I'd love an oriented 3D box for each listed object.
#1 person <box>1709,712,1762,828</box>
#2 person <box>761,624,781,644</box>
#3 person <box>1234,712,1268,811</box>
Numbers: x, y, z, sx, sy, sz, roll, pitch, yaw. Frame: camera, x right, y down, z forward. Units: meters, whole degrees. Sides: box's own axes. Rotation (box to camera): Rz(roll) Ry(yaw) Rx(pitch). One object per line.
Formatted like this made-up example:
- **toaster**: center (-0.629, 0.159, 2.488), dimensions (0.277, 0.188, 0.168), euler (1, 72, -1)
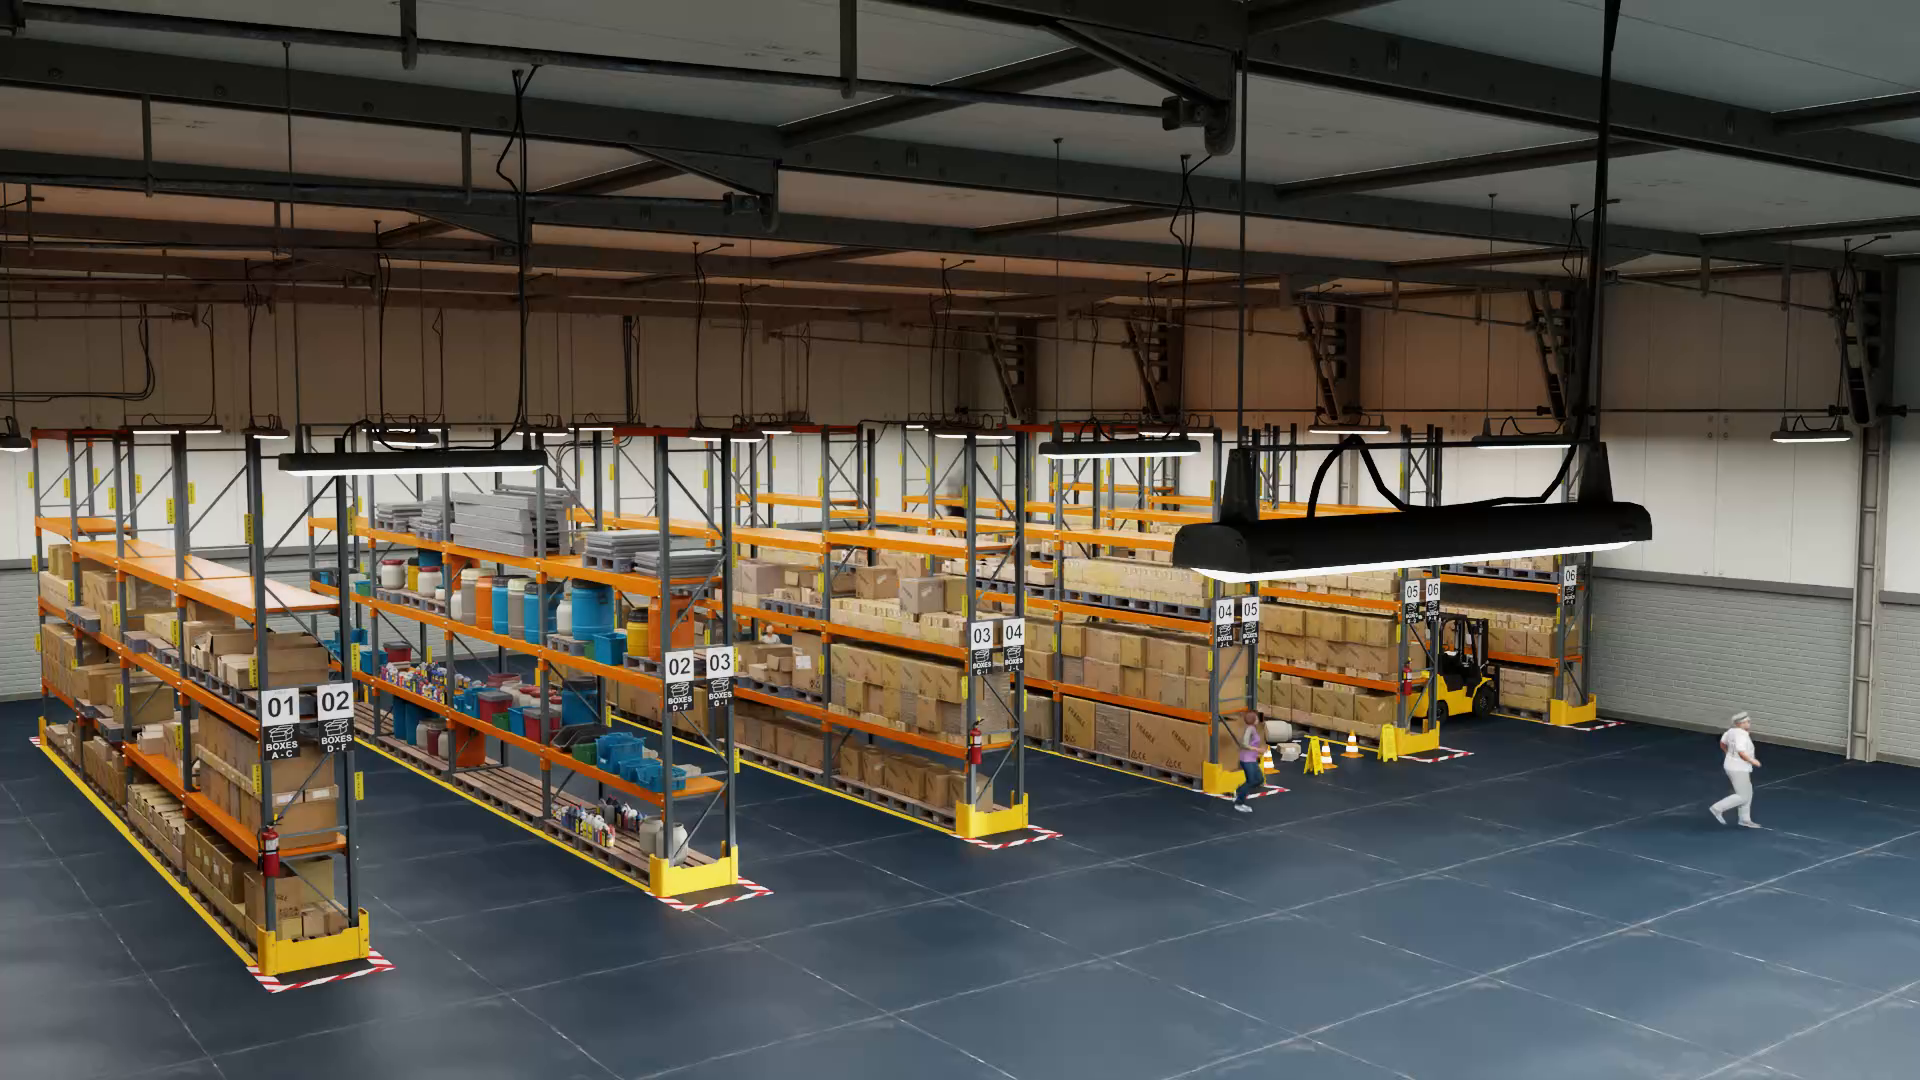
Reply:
- **person**: center (11.752, 3.480, 25.194), dimensions (0.794, 1.786, 0.689), euler (1, 5, 7)
- **person**: center (-4.180, 2.673, 36.572), dimensions (0.564, 1.612, 0.720), euler (-3, 5, -30)
- **person**: center (4.620, 3.495, 26.305), dimensions (0.554, 1.549, 0.552), euler (2, 5, 22)
